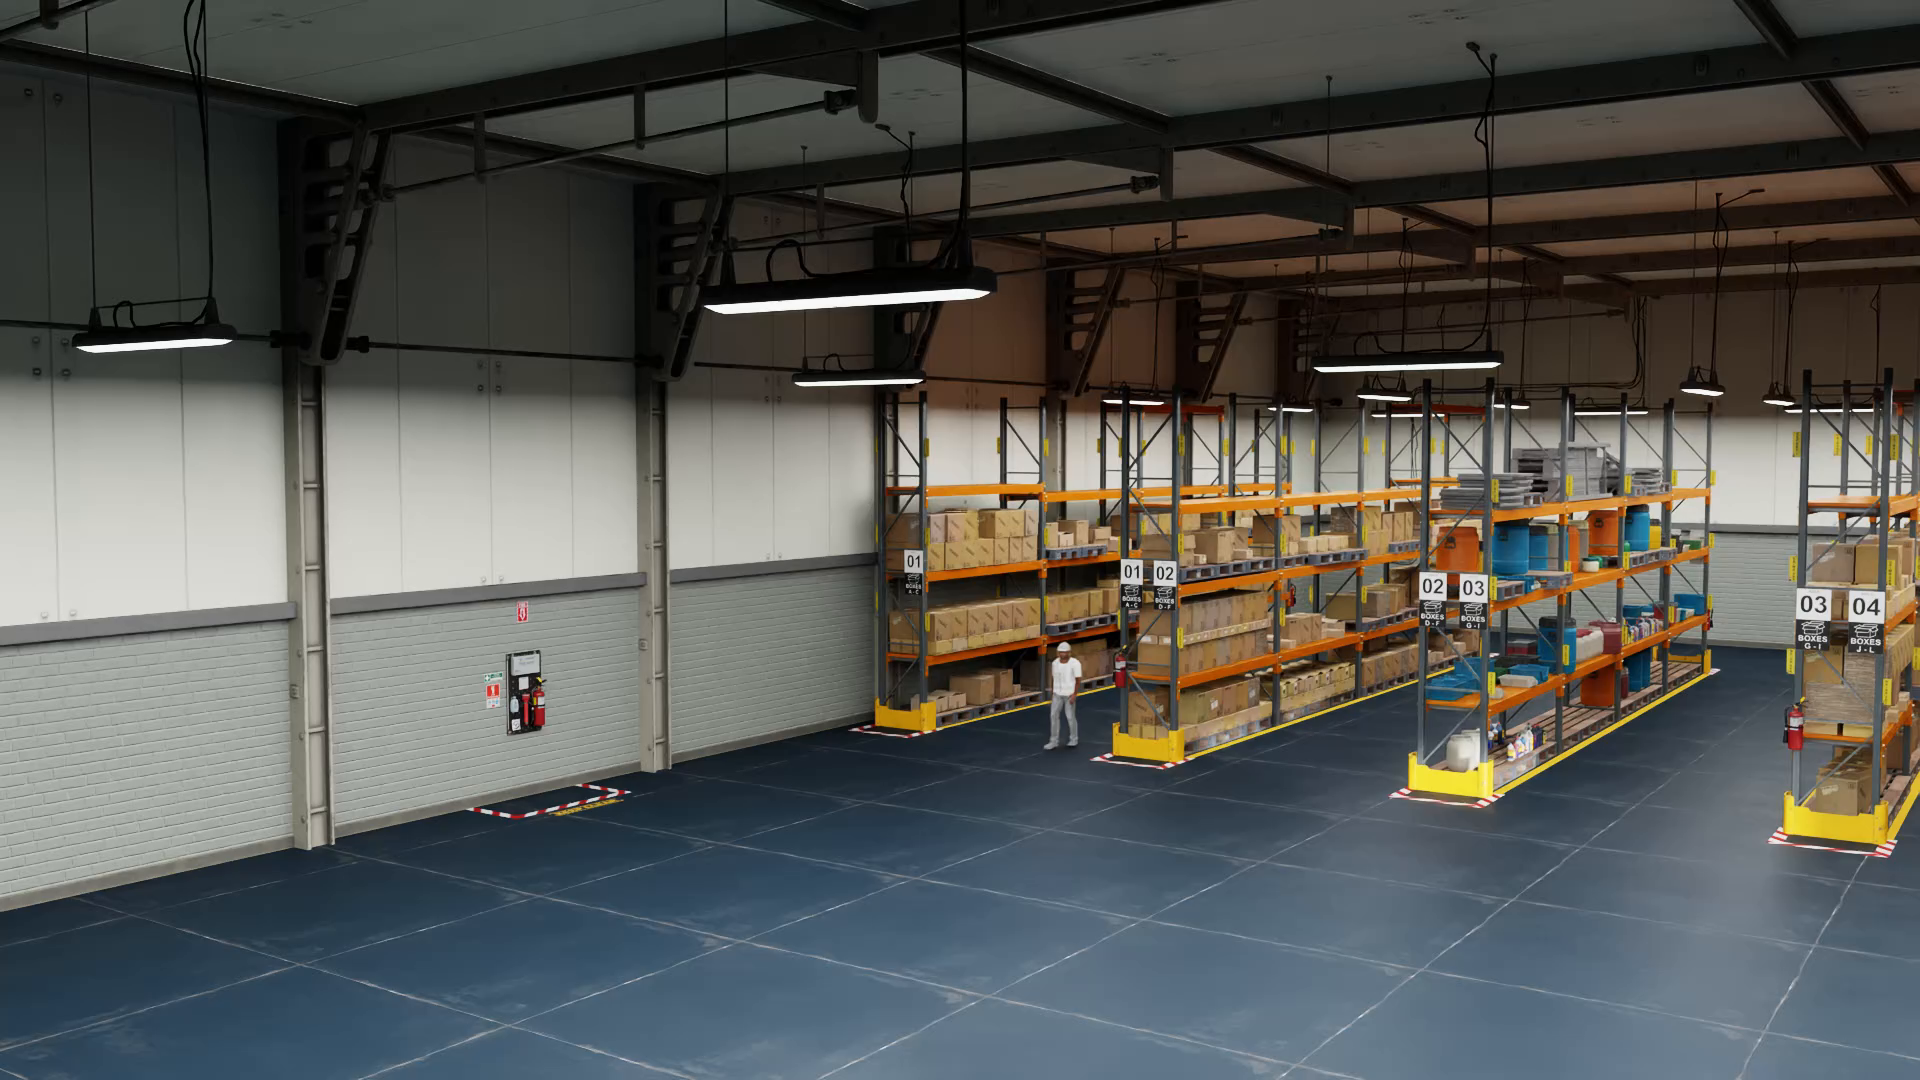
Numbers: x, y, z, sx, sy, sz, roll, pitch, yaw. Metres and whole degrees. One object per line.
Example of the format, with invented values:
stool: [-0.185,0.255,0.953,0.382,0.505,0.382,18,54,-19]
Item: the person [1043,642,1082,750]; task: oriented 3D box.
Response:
person: [1.719,2.580,27.692,0.632,1.774,0.672,2,4,35]
